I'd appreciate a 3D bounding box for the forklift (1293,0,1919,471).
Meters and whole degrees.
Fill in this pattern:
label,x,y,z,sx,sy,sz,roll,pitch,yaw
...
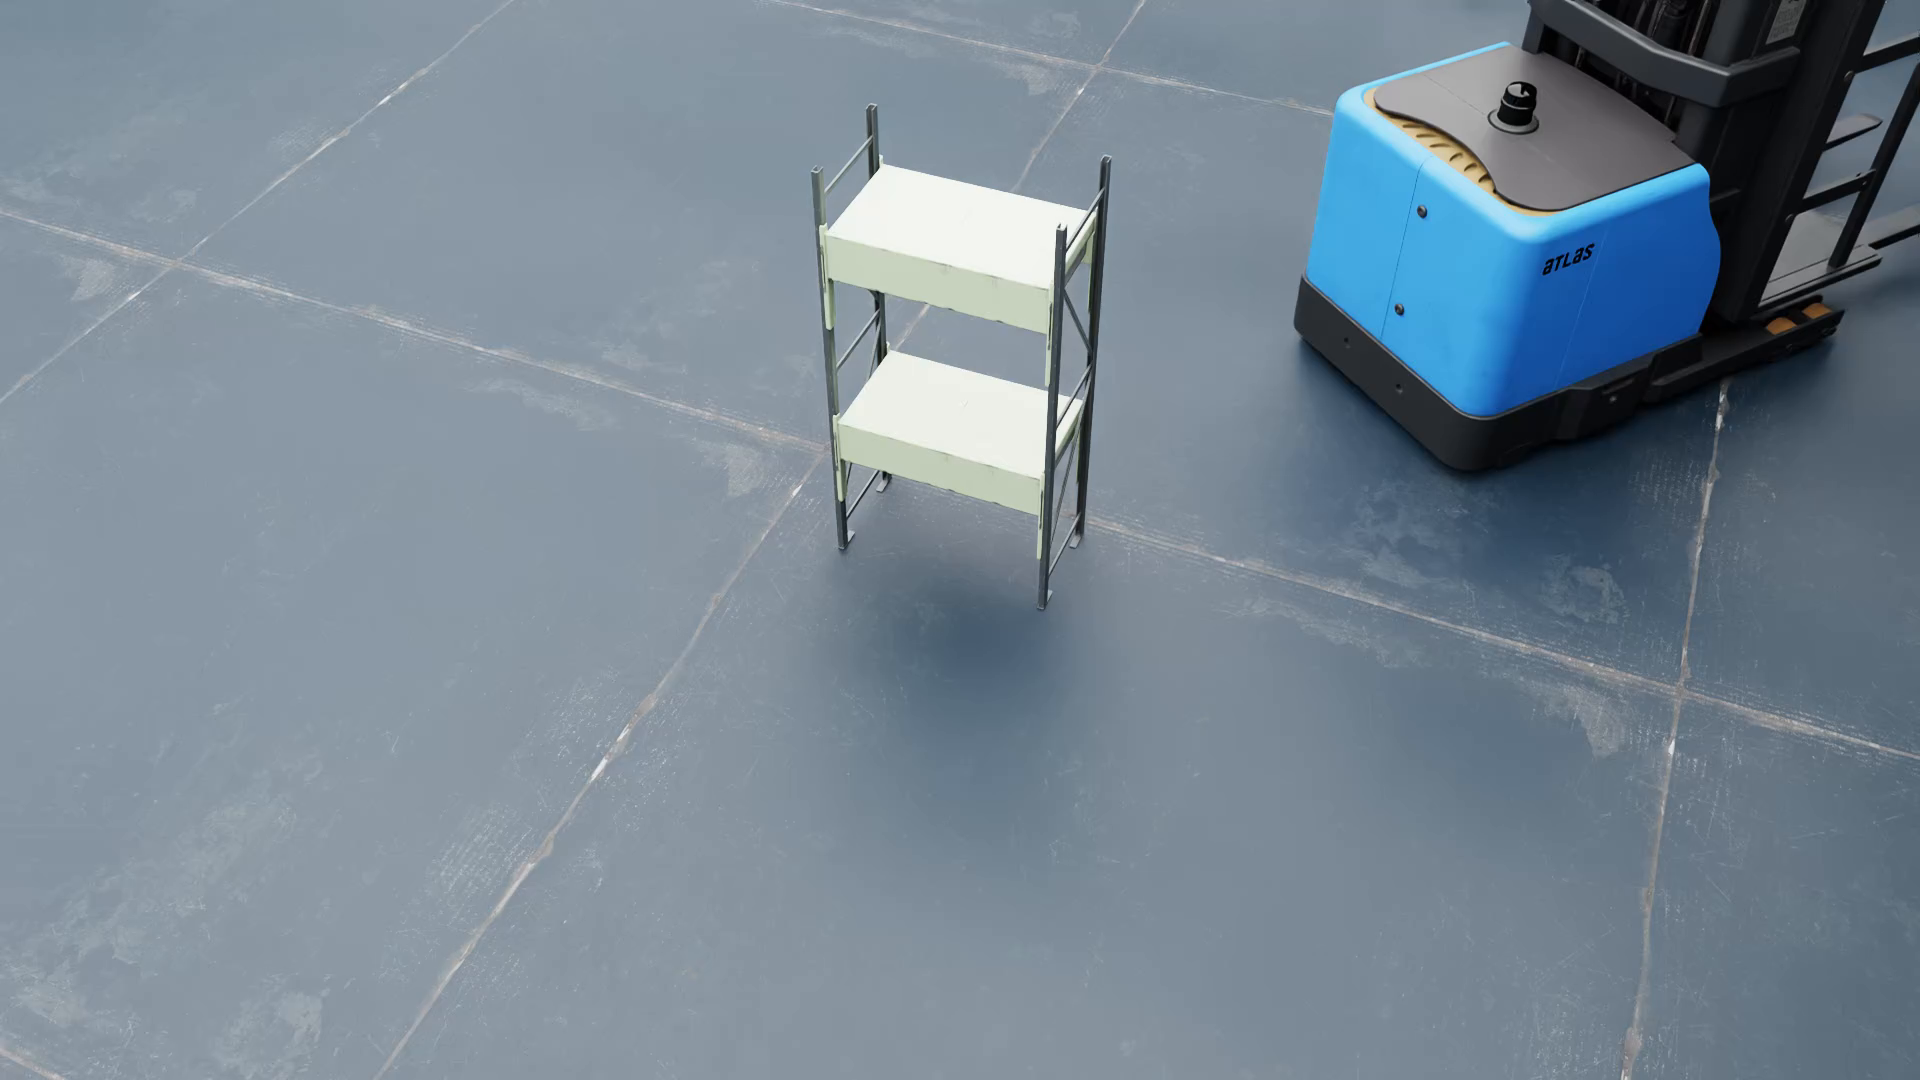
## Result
label,x,y,z,sx,sy,sz,roll,pitch,yaw
forklift,2.845,-2.041,5.724,3.031,2.935,1.130,-21,49,-20

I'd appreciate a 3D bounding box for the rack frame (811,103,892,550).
label,x,y,z,sx,sy,sz,roll,pitch,yaw
rack frame,-0.332,-0.629,5.319,0.023,1.500,0.400,16,47,16

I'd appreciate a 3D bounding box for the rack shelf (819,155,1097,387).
label,x,y,z,sx,sy,sz,roll,pitch,yaw
rack shelf,0.006,-0.807,4.944,0.720,0.370,0.431,16,47,16

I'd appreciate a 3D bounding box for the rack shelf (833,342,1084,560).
label,x,y,z,sx,sy,sz,roll,pitch,yaw
rack shelf,0.006,-0.299,5.449,0.720,0.370,0.431,16,47,16

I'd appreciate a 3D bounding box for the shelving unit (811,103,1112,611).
label,x,y,z,sx,sy,sz,roll,pitch,yaw
shelving unit,0.006,-0.530,5.219,0.755,1.500,0.431,16,47,16

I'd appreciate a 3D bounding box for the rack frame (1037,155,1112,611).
label,x,y,z,sx,sy,sz,roll,pitch,yaw
rack frame,0.344,-0.430,5.119,0.023,1.500,0.400,16,47,16
